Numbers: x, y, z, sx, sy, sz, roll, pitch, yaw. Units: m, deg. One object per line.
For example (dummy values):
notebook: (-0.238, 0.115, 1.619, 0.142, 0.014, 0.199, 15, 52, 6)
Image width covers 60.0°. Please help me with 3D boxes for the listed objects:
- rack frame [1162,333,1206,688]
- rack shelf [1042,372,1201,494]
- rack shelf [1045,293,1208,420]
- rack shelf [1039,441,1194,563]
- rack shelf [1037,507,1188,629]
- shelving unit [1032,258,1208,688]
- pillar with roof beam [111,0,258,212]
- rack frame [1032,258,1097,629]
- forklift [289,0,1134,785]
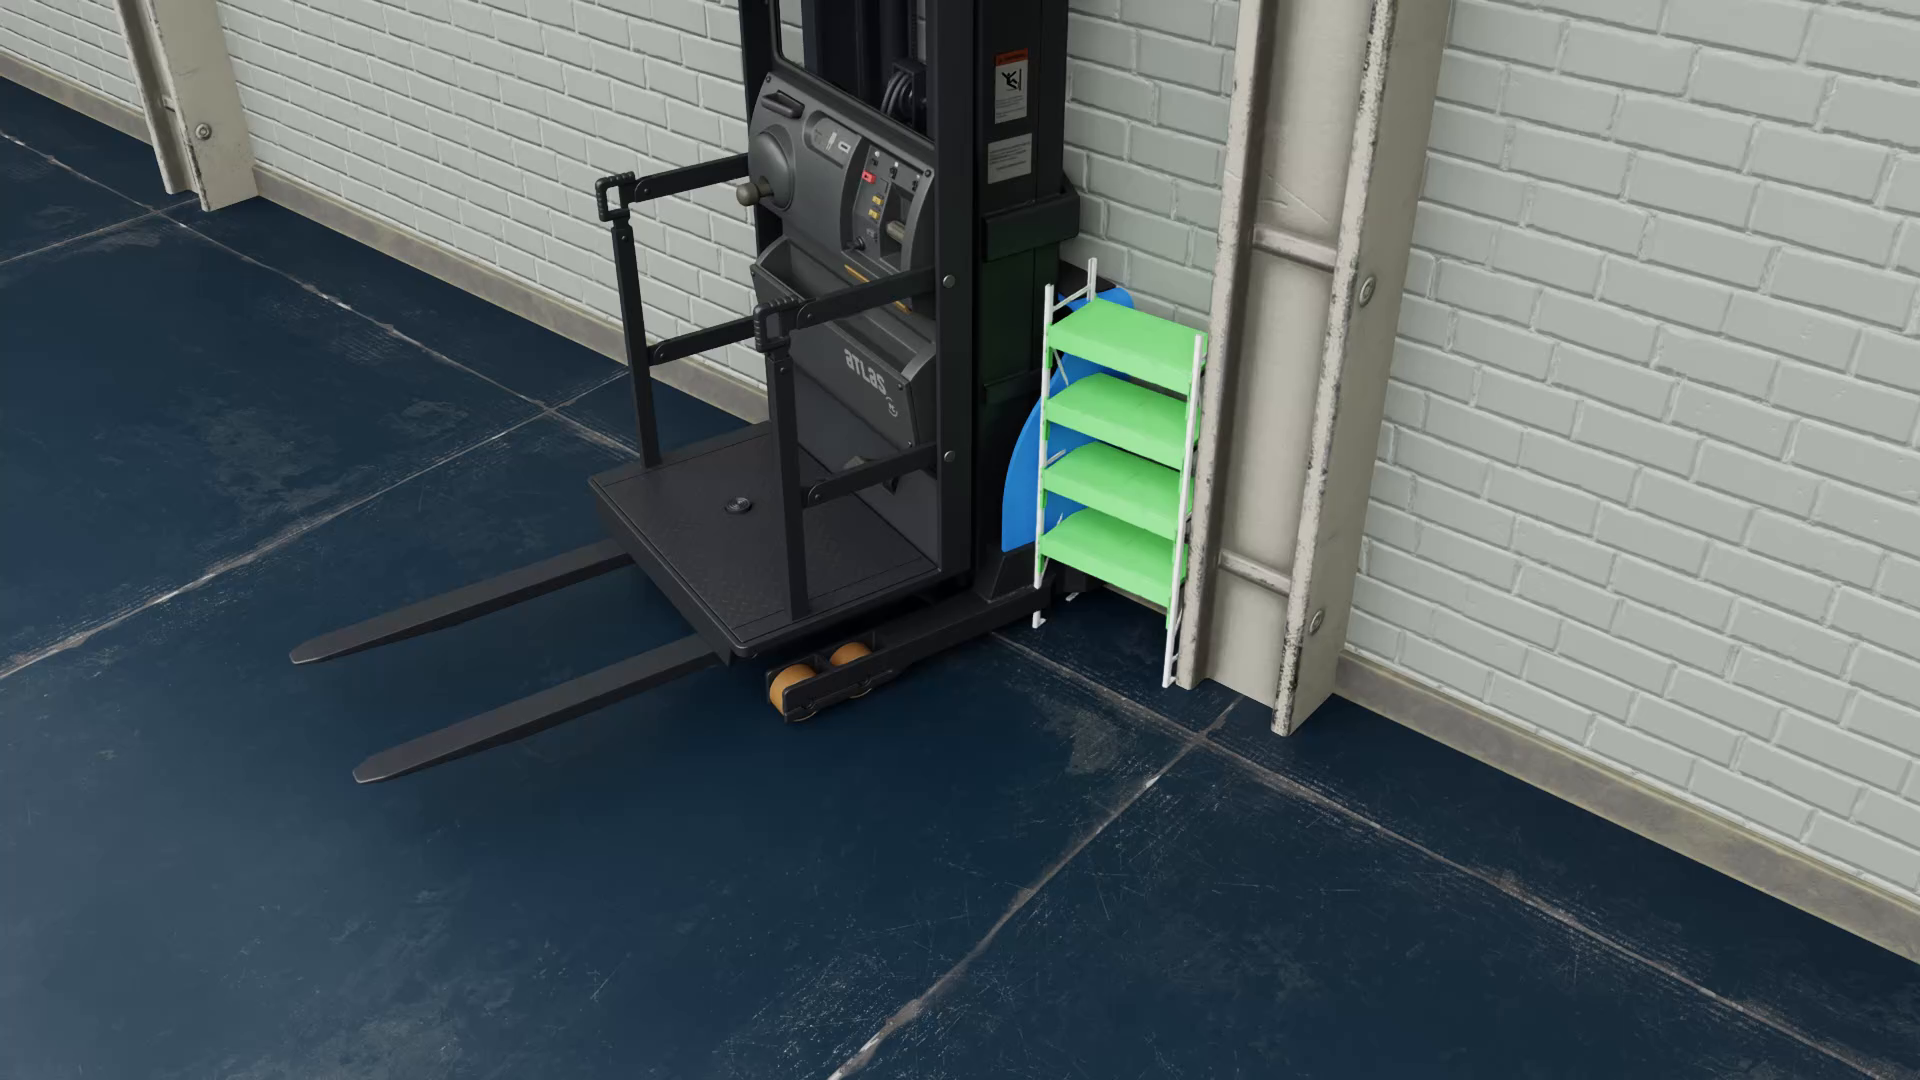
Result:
rack frame: (0.702, -0.098, 4.830, 0.015, 1.200, 0.240, 24, 41, 30)
rack shelf: (0.509, -0.328, 4.853, 0.480, 0.148, 0.258, 24, 41, 30)
rack shelf: (0.510, -0.527, 4.718, 0.480, 0.148, 0.258, 24, 41, 30)
rack shelf: (0.508, -0.130, 4.989, 0.480, 0.148, 0.258, 24, 41, 30)
rack shelf: (0.506, 0.069, 5.124, 0.480, 0.148, 0.258, 24, 41, 30)
shelving unit: (0.508, -0.183, 4.953, 0.503, 1.200, 0.258, 24, 41, 30)
pillar with roof beam: (-6.457, -3.566, 2.994, 0.400, 9.000, 9.100, 25, 42, 32)
rack frame: (0.315, -0.267, 5.075, 0.015, 1.200, 0.240, 24, 41, 30)
forklift: (-0.524, -1.010, 4.632, 3.031, 2.935, 1.130, -21, 40, -27)
